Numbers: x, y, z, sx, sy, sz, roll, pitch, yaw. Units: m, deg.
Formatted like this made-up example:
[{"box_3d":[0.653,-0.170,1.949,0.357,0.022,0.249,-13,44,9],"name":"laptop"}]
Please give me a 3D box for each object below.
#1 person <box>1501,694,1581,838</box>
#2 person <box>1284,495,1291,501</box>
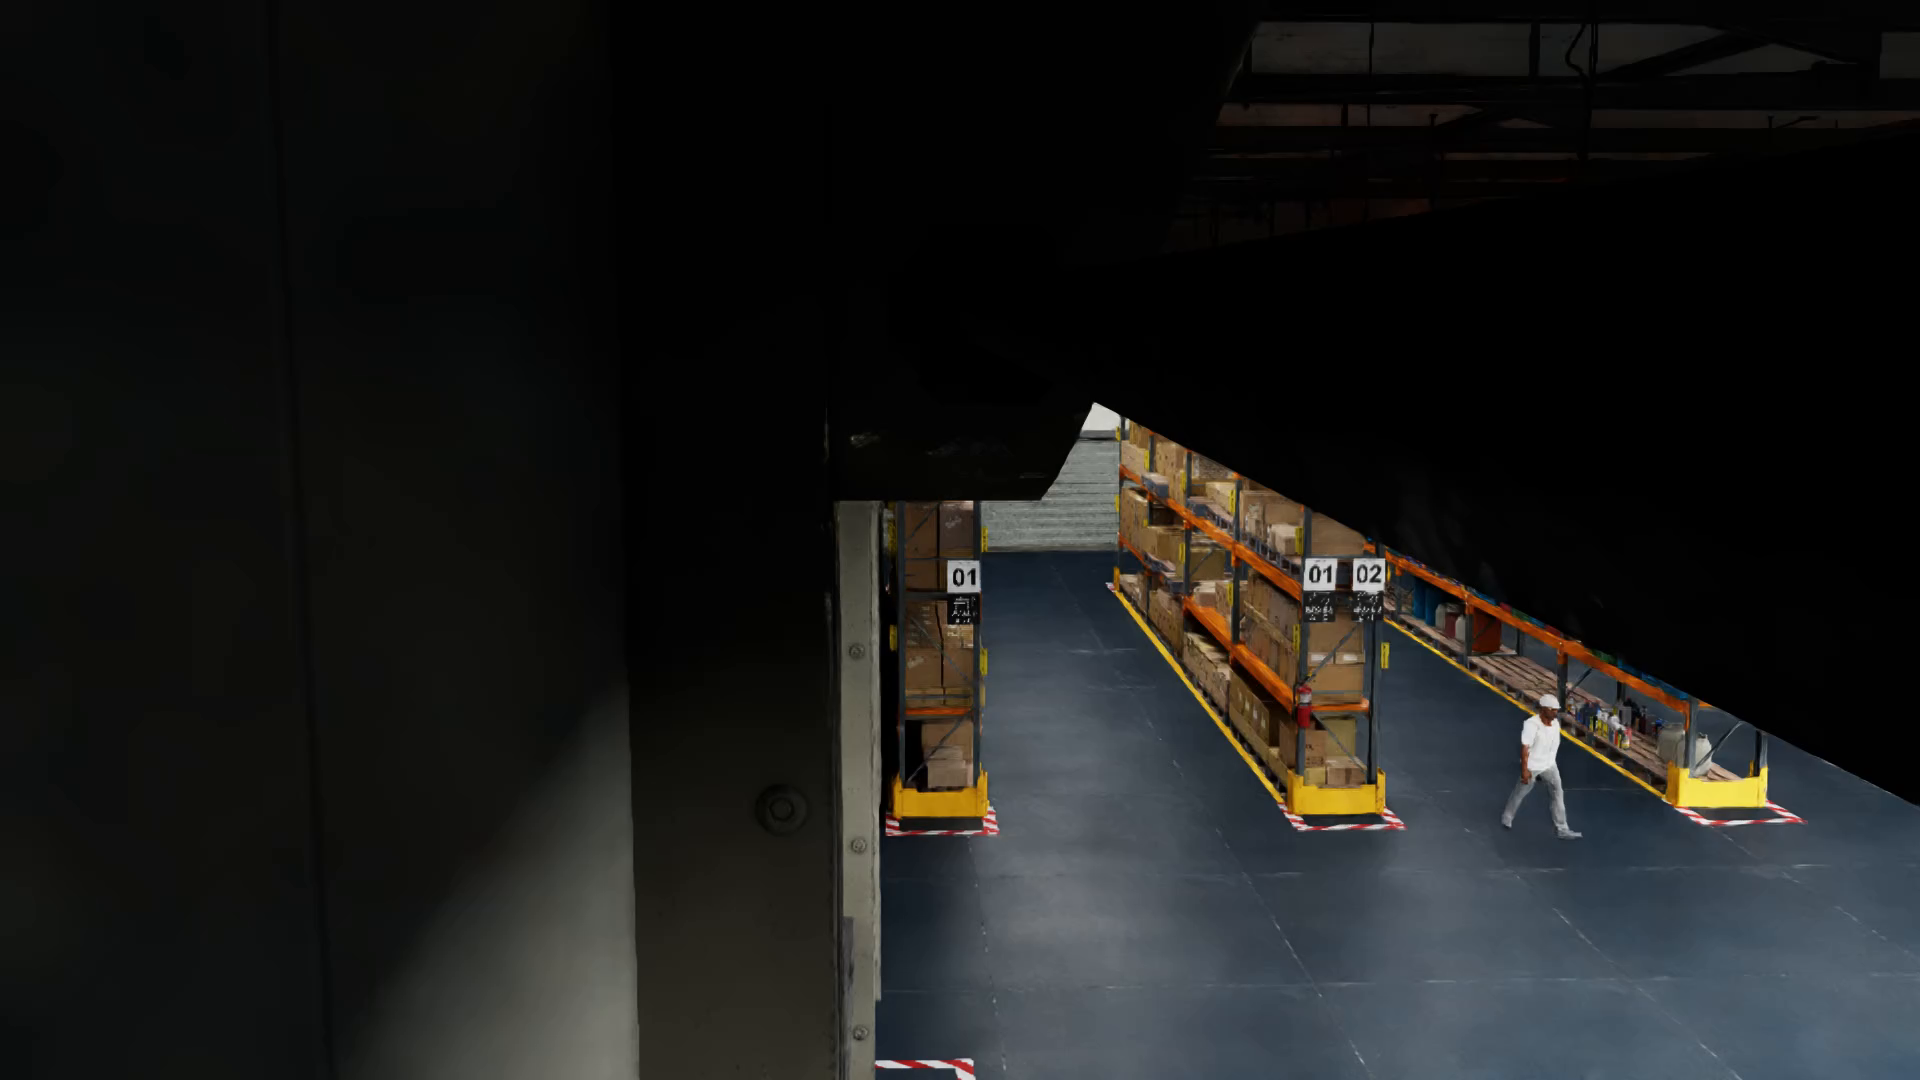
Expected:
[{"box_3d":[6.897,2.663,19.741,0.621,1.725,0.959,-4,9,-25],"name":"person"},{"box_3d":[7.982,-0.364,40.550,0.533,1.707,1.031,1,8,6],"name":"person"}]
